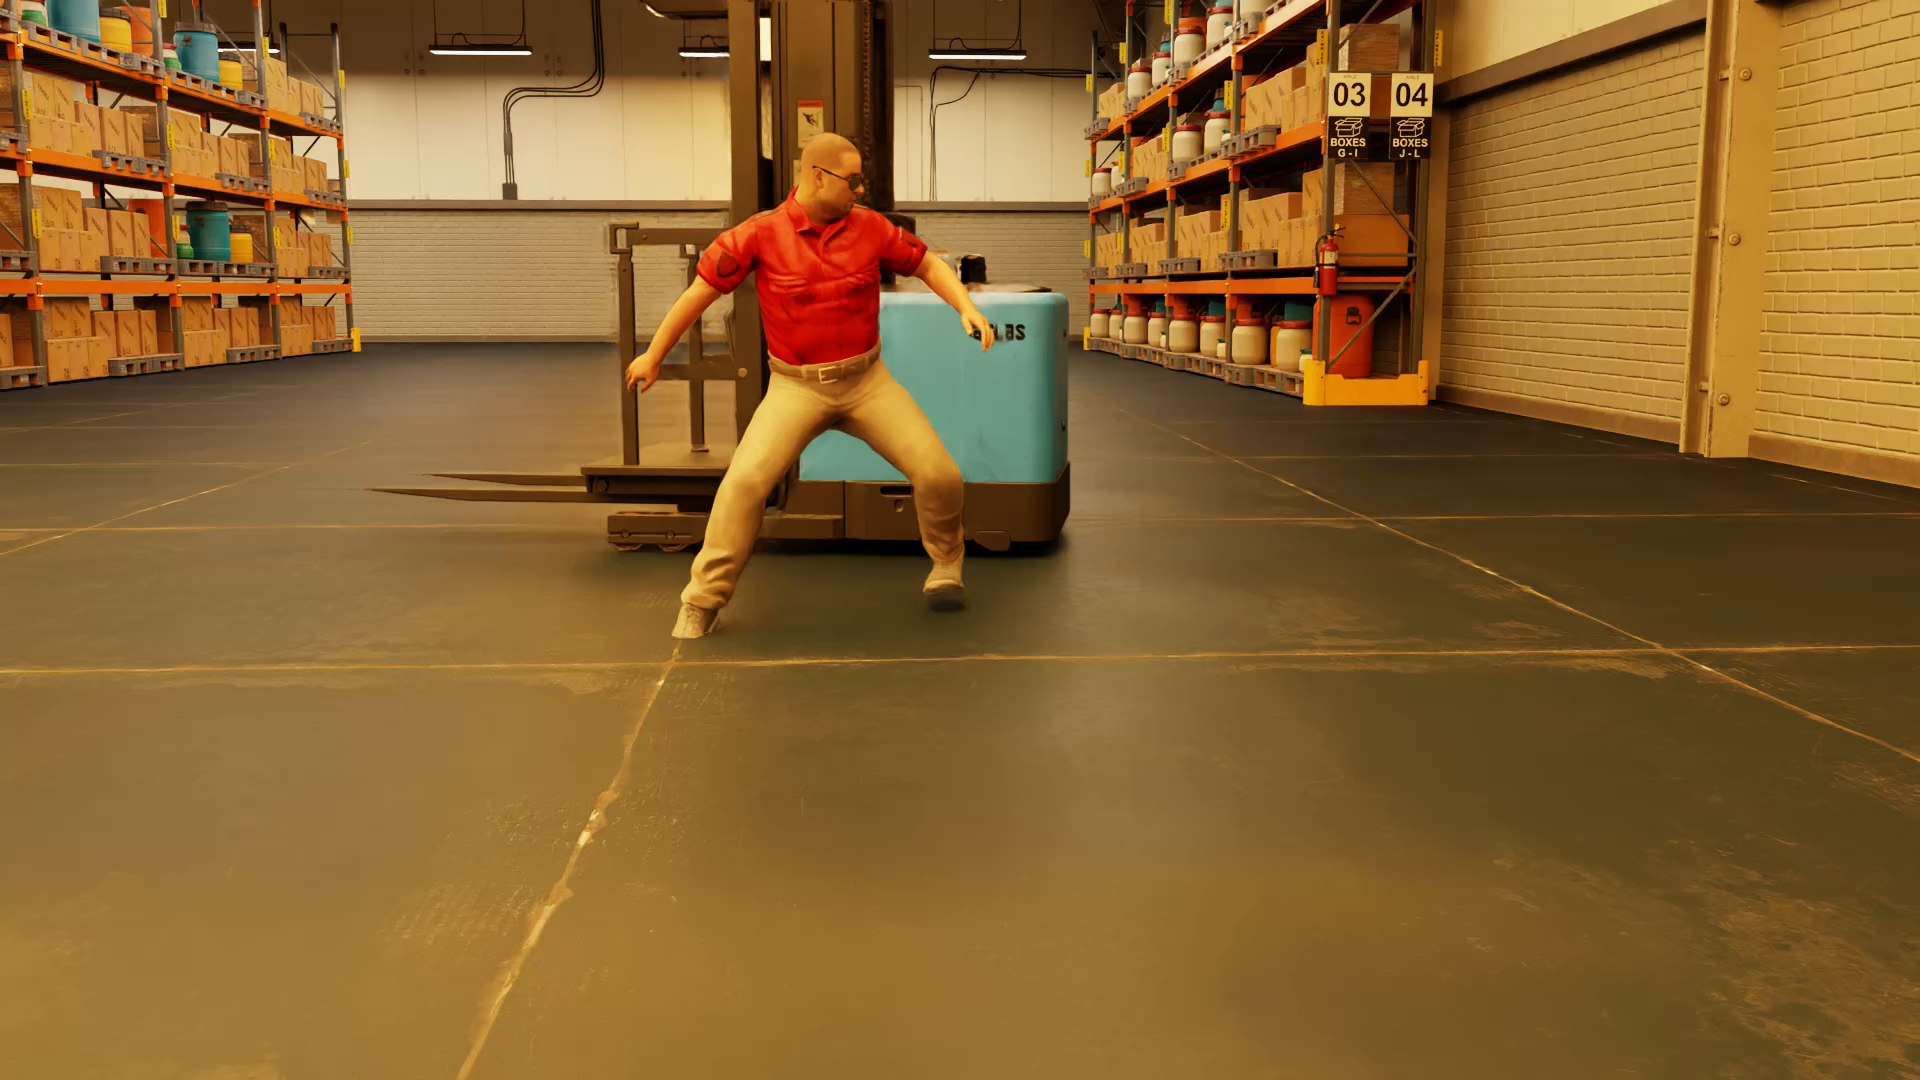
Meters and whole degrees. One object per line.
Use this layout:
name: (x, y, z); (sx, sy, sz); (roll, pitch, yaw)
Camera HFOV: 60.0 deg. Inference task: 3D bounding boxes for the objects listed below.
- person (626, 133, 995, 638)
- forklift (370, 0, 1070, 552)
person: (-0.493, -0.453, 5.415); (1.151, 1.687, 0.547); (-2, 9, -13)
forklift: (-1.050, -1.473, 7.253); (3.031, 2.935, 1.130); (1, 9, 7)
